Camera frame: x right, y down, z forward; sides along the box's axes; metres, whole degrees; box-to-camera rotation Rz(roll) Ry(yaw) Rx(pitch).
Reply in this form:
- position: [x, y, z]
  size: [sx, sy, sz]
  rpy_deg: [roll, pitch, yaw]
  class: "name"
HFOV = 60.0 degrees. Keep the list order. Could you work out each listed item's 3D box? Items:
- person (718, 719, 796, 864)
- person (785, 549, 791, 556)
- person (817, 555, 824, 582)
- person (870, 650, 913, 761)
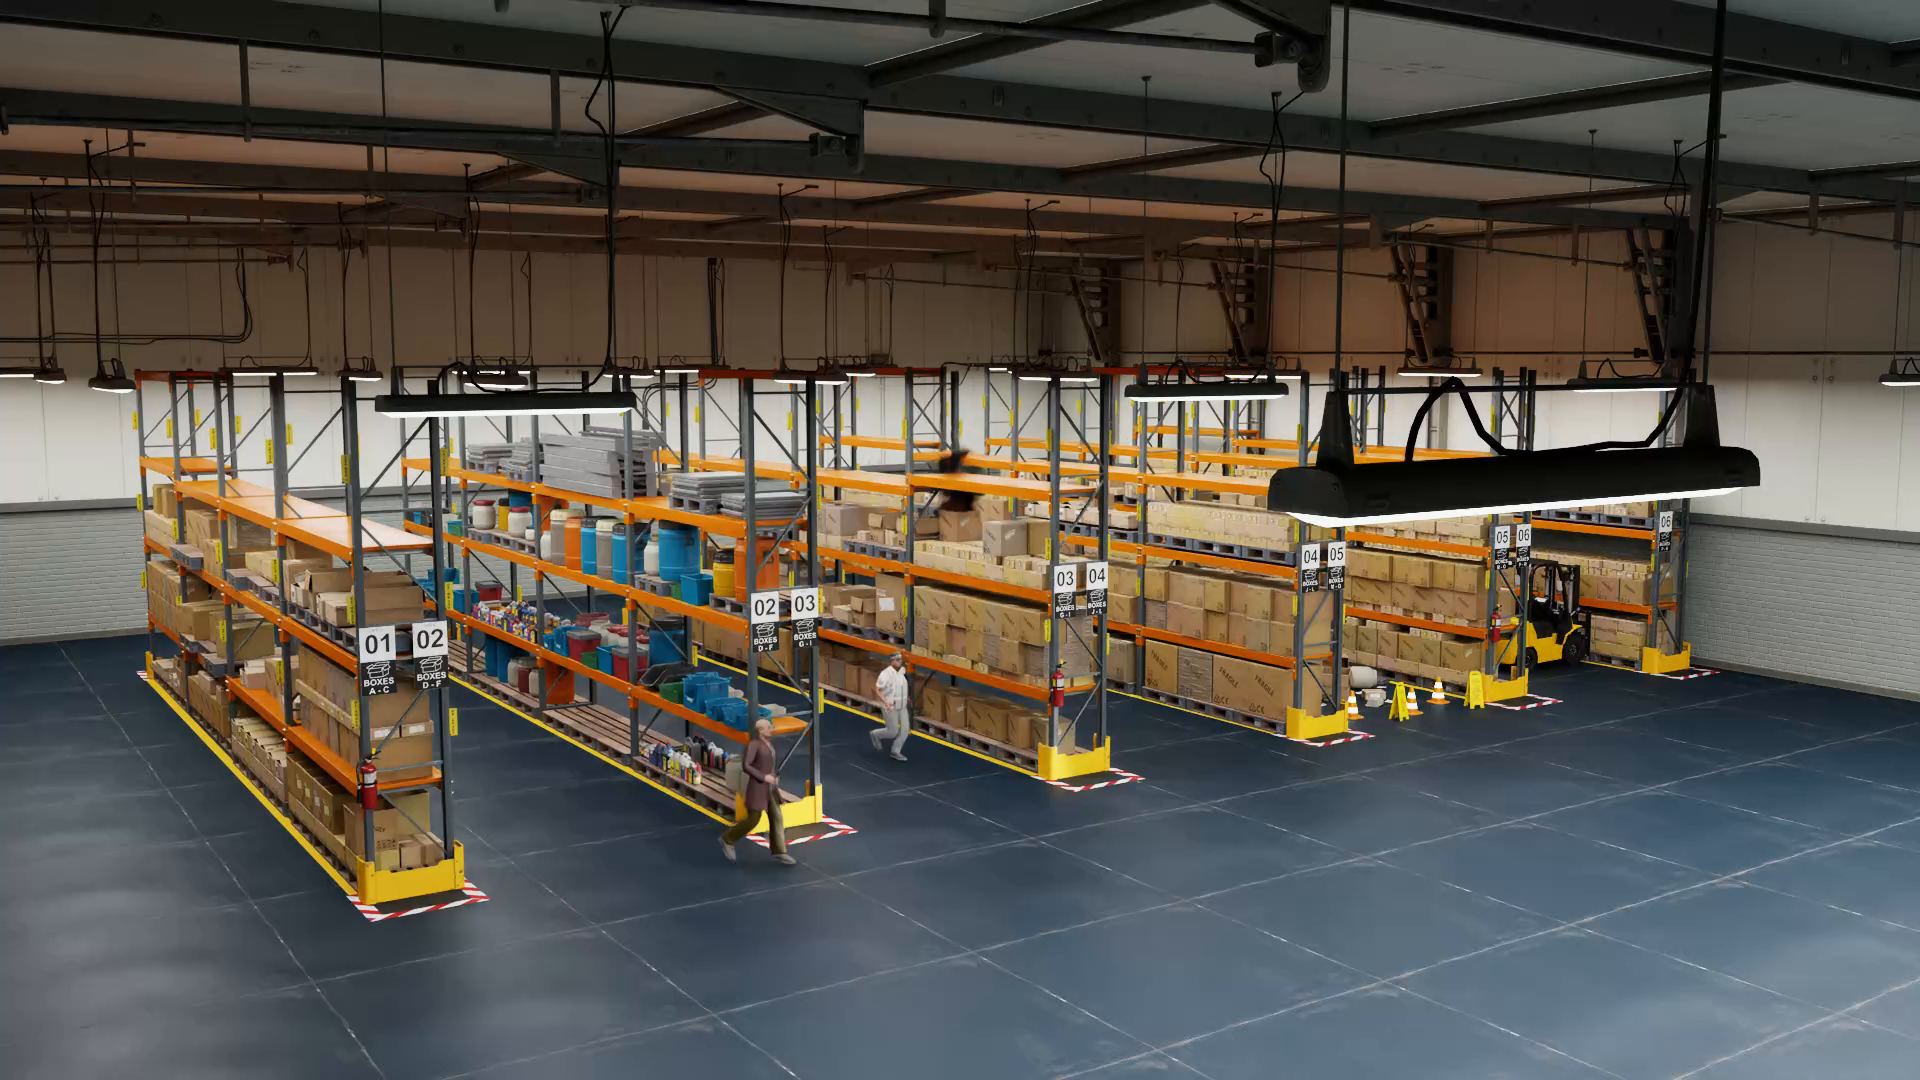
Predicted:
- position: [-2.441, 3.109, 20.747]
  size: [1.049, 1.743, 0.769]
  rpy_deg: [3, 7, 23]
  class: "person"
- position: [-4.054, 1.029, 39.178]
  size: [0.718, 1.744, 0.962]
  rpy_deg: [-3, 7, -25]
  class: "person"
- position: [-3.345, 1.165, 38.175]
  size: [0.651, 1.790, 0.862]
  rpy_deg: [-4, 8, -32]
  class: "person"
- position: [-1.075, 2.555, 25.945]
  size: [0.652, 1.733, 0.650]
  rpy_deg: [6, 9, 44]
  class: "person"
